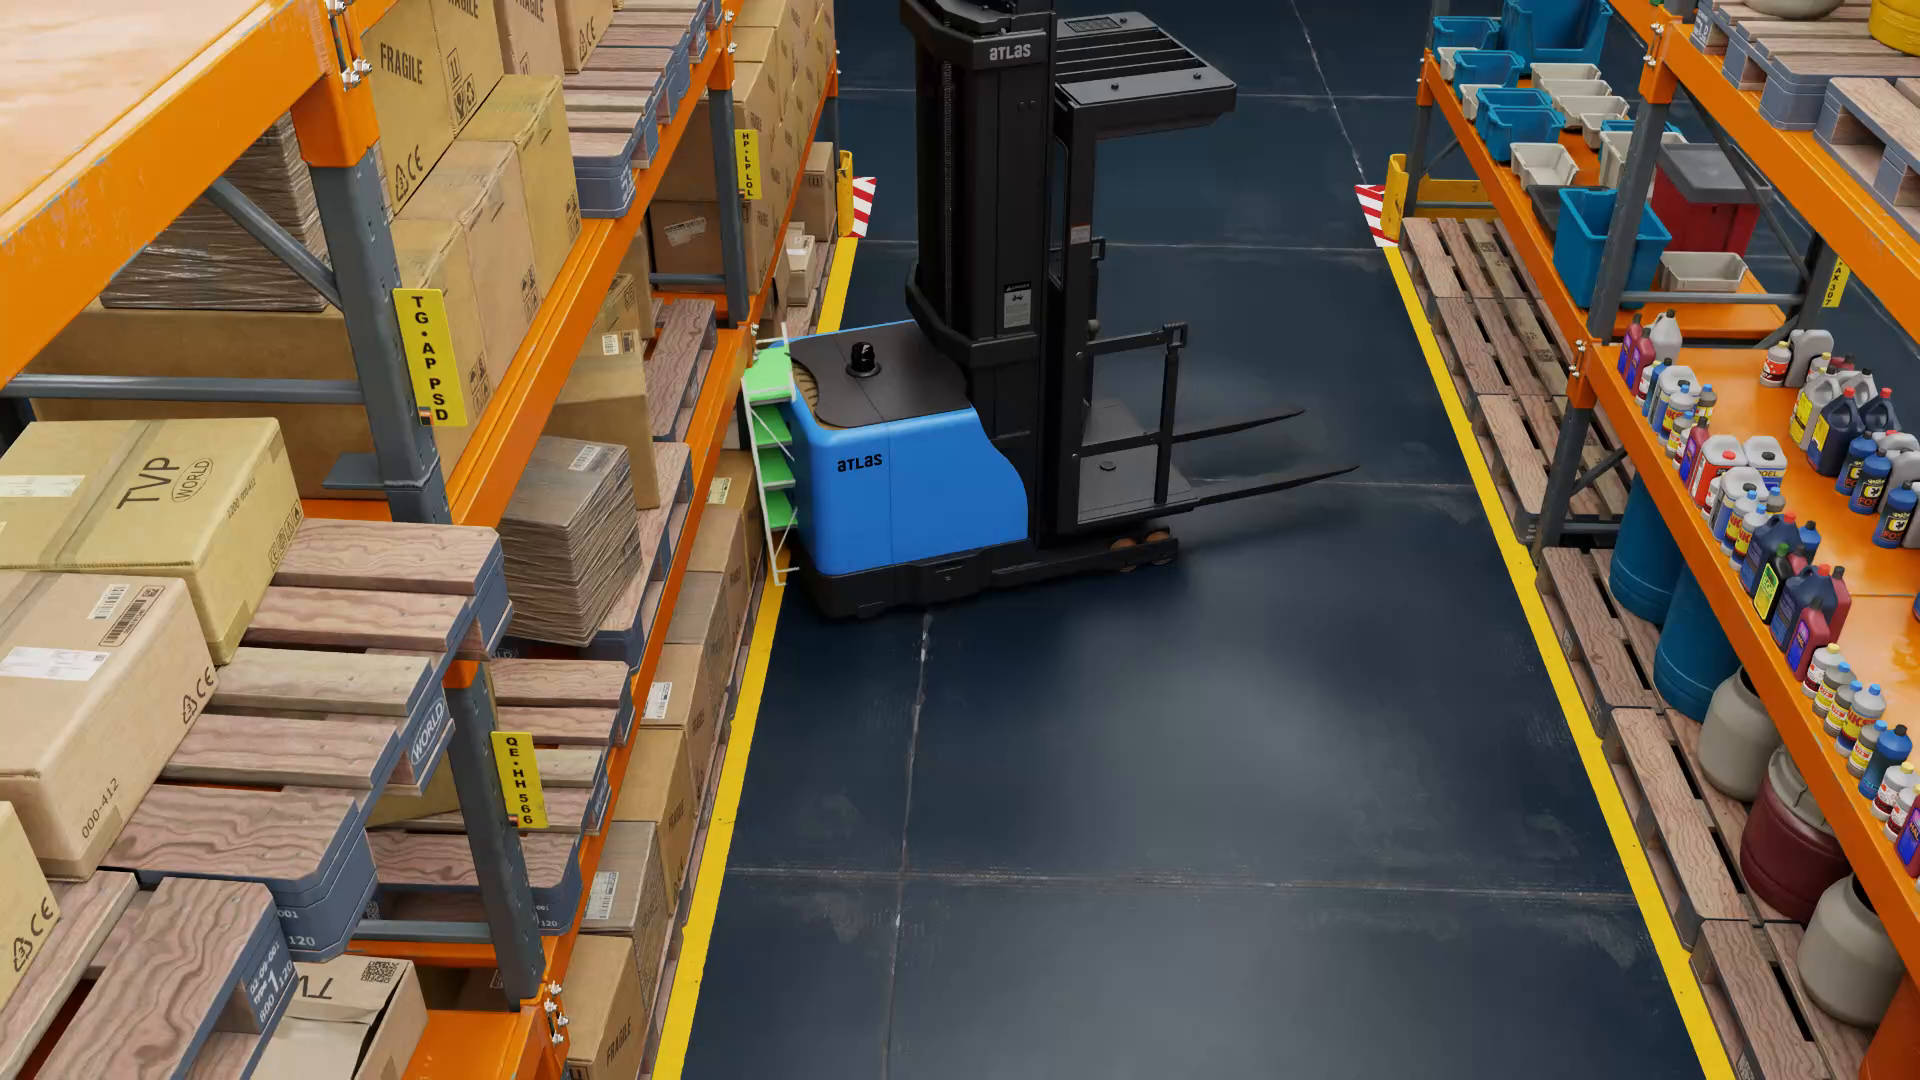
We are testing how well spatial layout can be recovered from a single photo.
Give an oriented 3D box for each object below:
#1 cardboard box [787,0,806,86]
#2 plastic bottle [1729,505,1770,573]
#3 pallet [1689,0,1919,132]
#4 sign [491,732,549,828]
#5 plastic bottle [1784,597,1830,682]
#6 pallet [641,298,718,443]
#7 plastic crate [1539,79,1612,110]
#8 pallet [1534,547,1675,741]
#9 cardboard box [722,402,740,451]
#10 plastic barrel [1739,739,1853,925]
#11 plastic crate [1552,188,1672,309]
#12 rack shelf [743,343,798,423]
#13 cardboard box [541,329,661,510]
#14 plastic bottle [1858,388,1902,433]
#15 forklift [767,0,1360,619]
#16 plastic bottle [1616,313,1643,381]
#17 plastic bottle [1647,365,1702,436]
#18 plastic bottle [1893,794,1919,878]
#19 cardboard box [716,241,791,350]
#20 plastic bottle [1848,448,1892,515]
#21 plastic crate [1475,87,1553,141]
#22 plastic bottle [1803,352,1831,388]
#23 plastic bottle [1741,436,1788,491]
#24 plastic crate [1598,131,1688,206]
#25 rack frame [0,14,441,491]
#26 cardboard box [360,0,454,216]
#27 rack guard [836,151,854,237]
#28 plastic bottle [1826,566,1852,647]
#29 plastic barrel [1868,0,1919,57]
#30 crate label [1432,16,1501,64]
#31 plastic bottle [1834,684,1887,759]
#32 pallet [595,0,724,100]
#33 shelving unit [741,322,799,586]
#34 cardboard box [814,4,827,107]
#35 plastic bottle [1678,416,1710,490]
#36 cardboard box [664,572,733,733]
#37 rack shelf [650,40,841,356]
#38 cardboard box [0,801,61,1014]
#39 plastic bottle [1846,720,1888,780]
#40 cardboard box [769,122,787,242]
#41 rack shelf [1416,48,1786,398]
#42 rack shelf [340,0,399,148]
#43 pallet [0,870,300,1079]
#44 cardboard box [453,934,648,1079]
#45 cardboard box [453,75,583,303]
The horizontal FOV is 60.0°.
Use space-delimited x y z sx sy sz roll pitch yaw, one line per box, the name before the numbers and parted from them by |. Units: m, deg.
cardboard box | -1.146 -2.828 9.154 0.500 0.500 0.500 2 35 3
plastic bottle | 2.960 -0.011 6.215 0.097 0.271 0.097 0 35 0
pallet | 3.508 -1.806 6.212 1.213 0.211 1.003 1 35 2
sign | -1.113 0.611 4.211 0.100 0.325 0.005 1 35 2
plastic bottle | 2.917 0.339 5.707 0.061 0.283 0.133 1 35 2
pallet | -1.648 -0.690 7.235 1.003 0.211 1.213 1 35 2
plastic crate | 3.725 -2.684 10.083 0.396 0.136 0.243 1 35 2
pallet | 3.369 0.475 7.836 1.003 0.211 1.213 1 35 2
cardboard box | -1.274 -0.541 8.812 0.500 0.311 0.500 1 35 2
plastic barrel | 3.329 1.074 6.290 0.600 0.588 0.708 1 35 2
plastic crate | 3.120 -1.402 8.044 0.392 0.384 0.575 1 35 2
rack shelf | -0.918 -0.753 7.986 0.258 0.148 0.480 -8 35 -5
cardboard box | -1.516 -0.421 6.234 0.700 0.500 0.500 -7 36 -10
plastic bottle | 3.725 -0.446 6.765 0.144 0.351 0.185 1 35 2
forklift | 0.595 -1.315 8.018 3.031 2.935 1.130 -11 37 -15
plastic bottle | 3.001 -0.860 7.412 0.061 0.283 0.133 1 35 2
plastic bottle | 3.028 -0.590 7.035 0.152 0.276 0.135 1 35 2
plastic bottle | 2.881 0.863 4.961 0.061 0.283 0.133 1 35 2
cardboard box | -1.437 -1.463 9.957 0.797 0.503 0.637 1 35 2
plastic bottle | 3.583 -0.237 6.536 0.097 0.271 0.097 0 35 0
plastic crate | 3.211 -2.472 9.697 0.416 0.233 0.300 1 35 2
plastic bottle | 3.772 -0.726 7.293 0.097 0.201 0.097 0 35 0
plastic bottle | 3.158 -0.265 6.572 0.152 0.276 0.135 1 35 2
plastic crate | 3.687 -1.957 8.923 0.437 0.282 0.530 1 35 2
rack frame | -1.668 -1.381 2.835 1.000 3.000 0.127 1 35 2
cardboard box | -1.624 -1.147 4.154 0.500 0.500 0.500 1 35 2
rack guard | -1.350 -2.457 11.756 1.175 0.500 0.348 1 35 2
plastic bottle | 3.069 0.236 5.853 0.061 0.283 0.133 1 35 2
plastic barrel | 3.608 -2.055 5.874 0.600 0.588 0.600 0 35 0
crate label | 3.264 -3.228 10.774 0.416 0.233 0.303 1 35 2
plastic bottle | 2.919 0.578 5.376 0.097 0.271 0.097 0 35 0
pallet | -1.604 -2.002 6.491 1.213 0.211 1.003 1 35 2
shelving unit | -0.890 -0.415 8.226 0.258 1.200 0.503 -8 35 -5
cardboard box | -1.110 -3.002 10.272 0.500 0.500 0.500 2 35 2
plastic bottle | 2.965 -0.349 6.686 0.061 0.283 0.133 1 35 2
cardboard box | -1.289 0.480 7.195 0.500 0.500 0.500 2 35 2
rack shelf | -1.427 -2.080 9.672 1.077 0.370 4.000 1 35 2
cardboard box | -1.667 0.628 2.351 0.500 0.250 0.500 1 35 1
plastic bottle | 2.915 0.663 5.317 0.097 0.201 0.097 0 35 0
cardboard box | -1.197 -1.847 8.627 0.500 0.500 0.500 2 35 3
rack shelf | 3.522 -1.963 9.506 1.077 0.370 4.000 1 35 2
rack shelf | -1.588 -2.072 4.792 1.077 0.370 4.000 1 35 2
pallet | -1.648 0.958 2.280 1.003 0.211 1.213 3 35 4
cardboard box | -1.364 1.661 5.515 0.500 0.500 0.500 3 35 4
cardboard box | -1.643 -1.038 4.868 0.910 0.500 0.500 1 35 2
